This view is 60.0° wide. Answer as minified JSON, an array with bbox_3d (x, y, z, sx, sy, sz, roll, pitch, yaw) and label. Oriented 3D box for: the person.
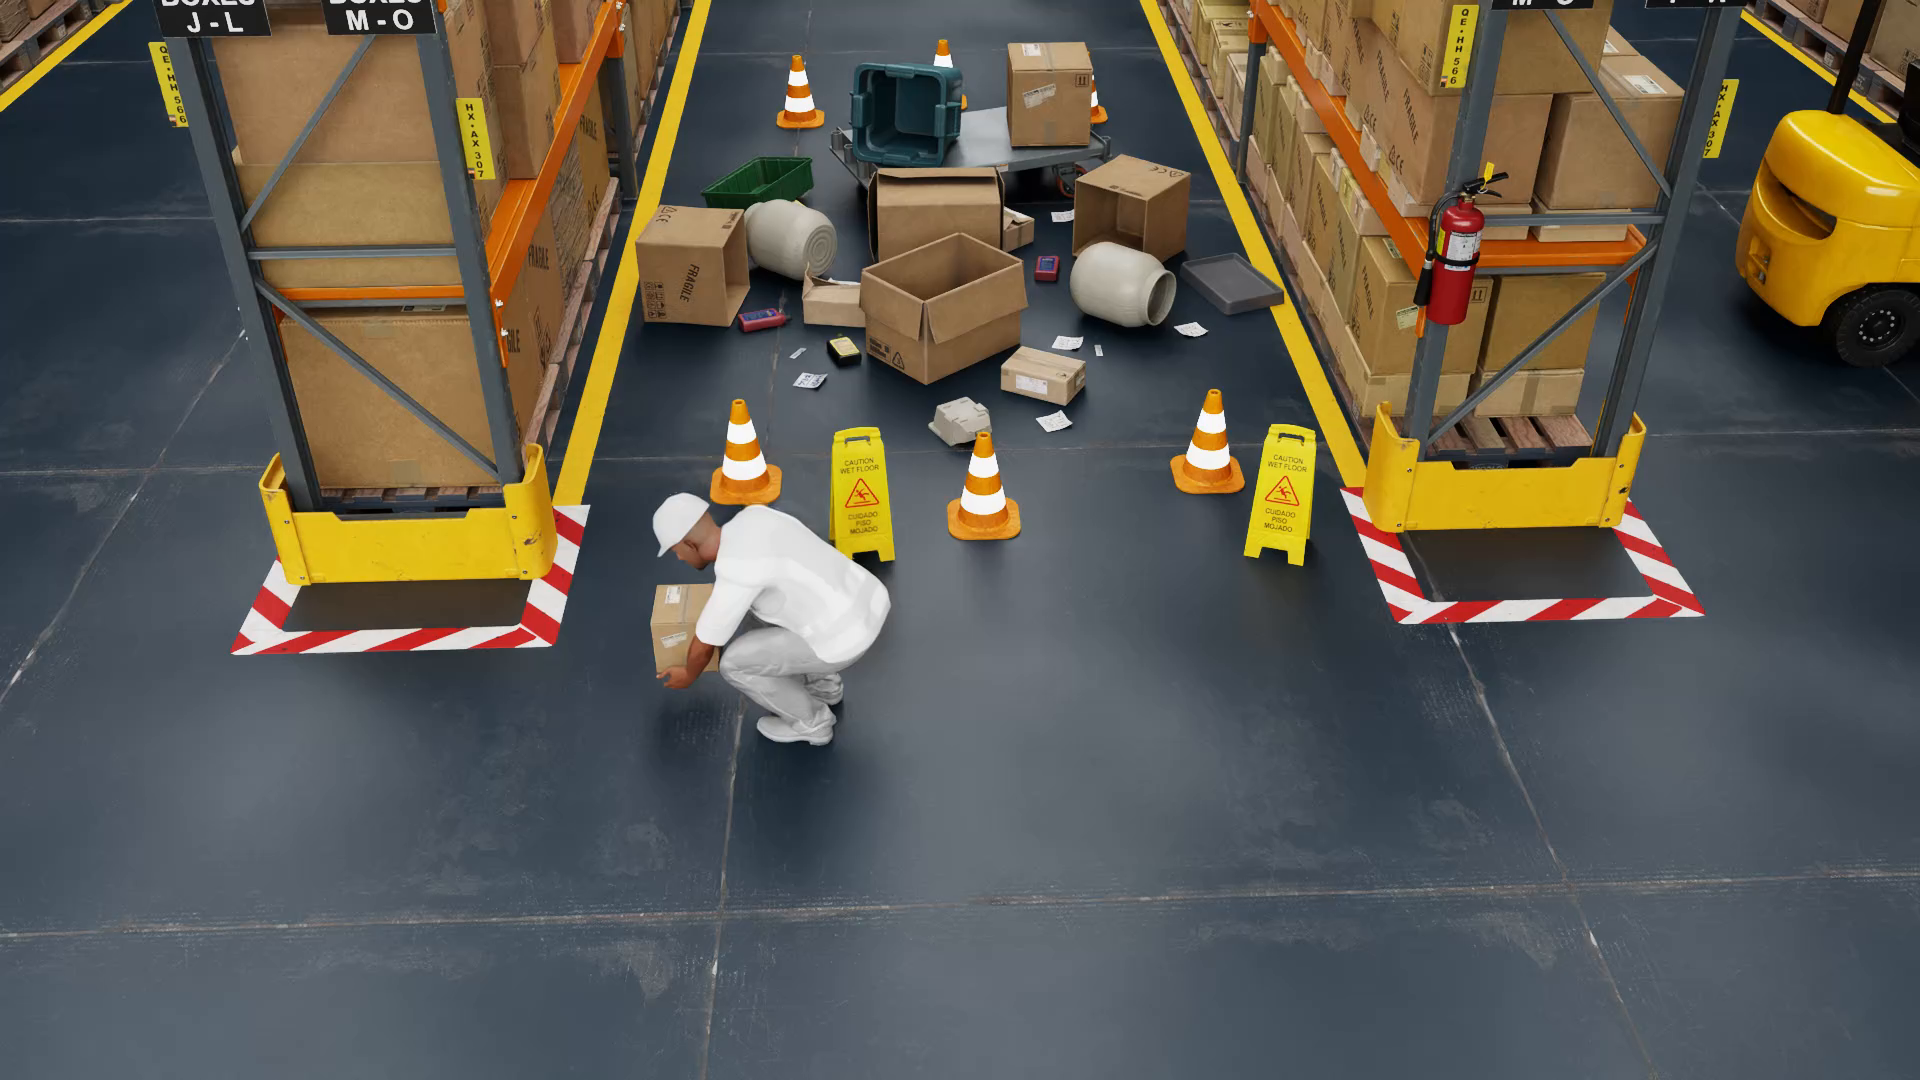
[{"bbox_3d":[-0.749,0.284,6.380,0.926,1.015,0.578,9,36,13],"label":"person"}]
